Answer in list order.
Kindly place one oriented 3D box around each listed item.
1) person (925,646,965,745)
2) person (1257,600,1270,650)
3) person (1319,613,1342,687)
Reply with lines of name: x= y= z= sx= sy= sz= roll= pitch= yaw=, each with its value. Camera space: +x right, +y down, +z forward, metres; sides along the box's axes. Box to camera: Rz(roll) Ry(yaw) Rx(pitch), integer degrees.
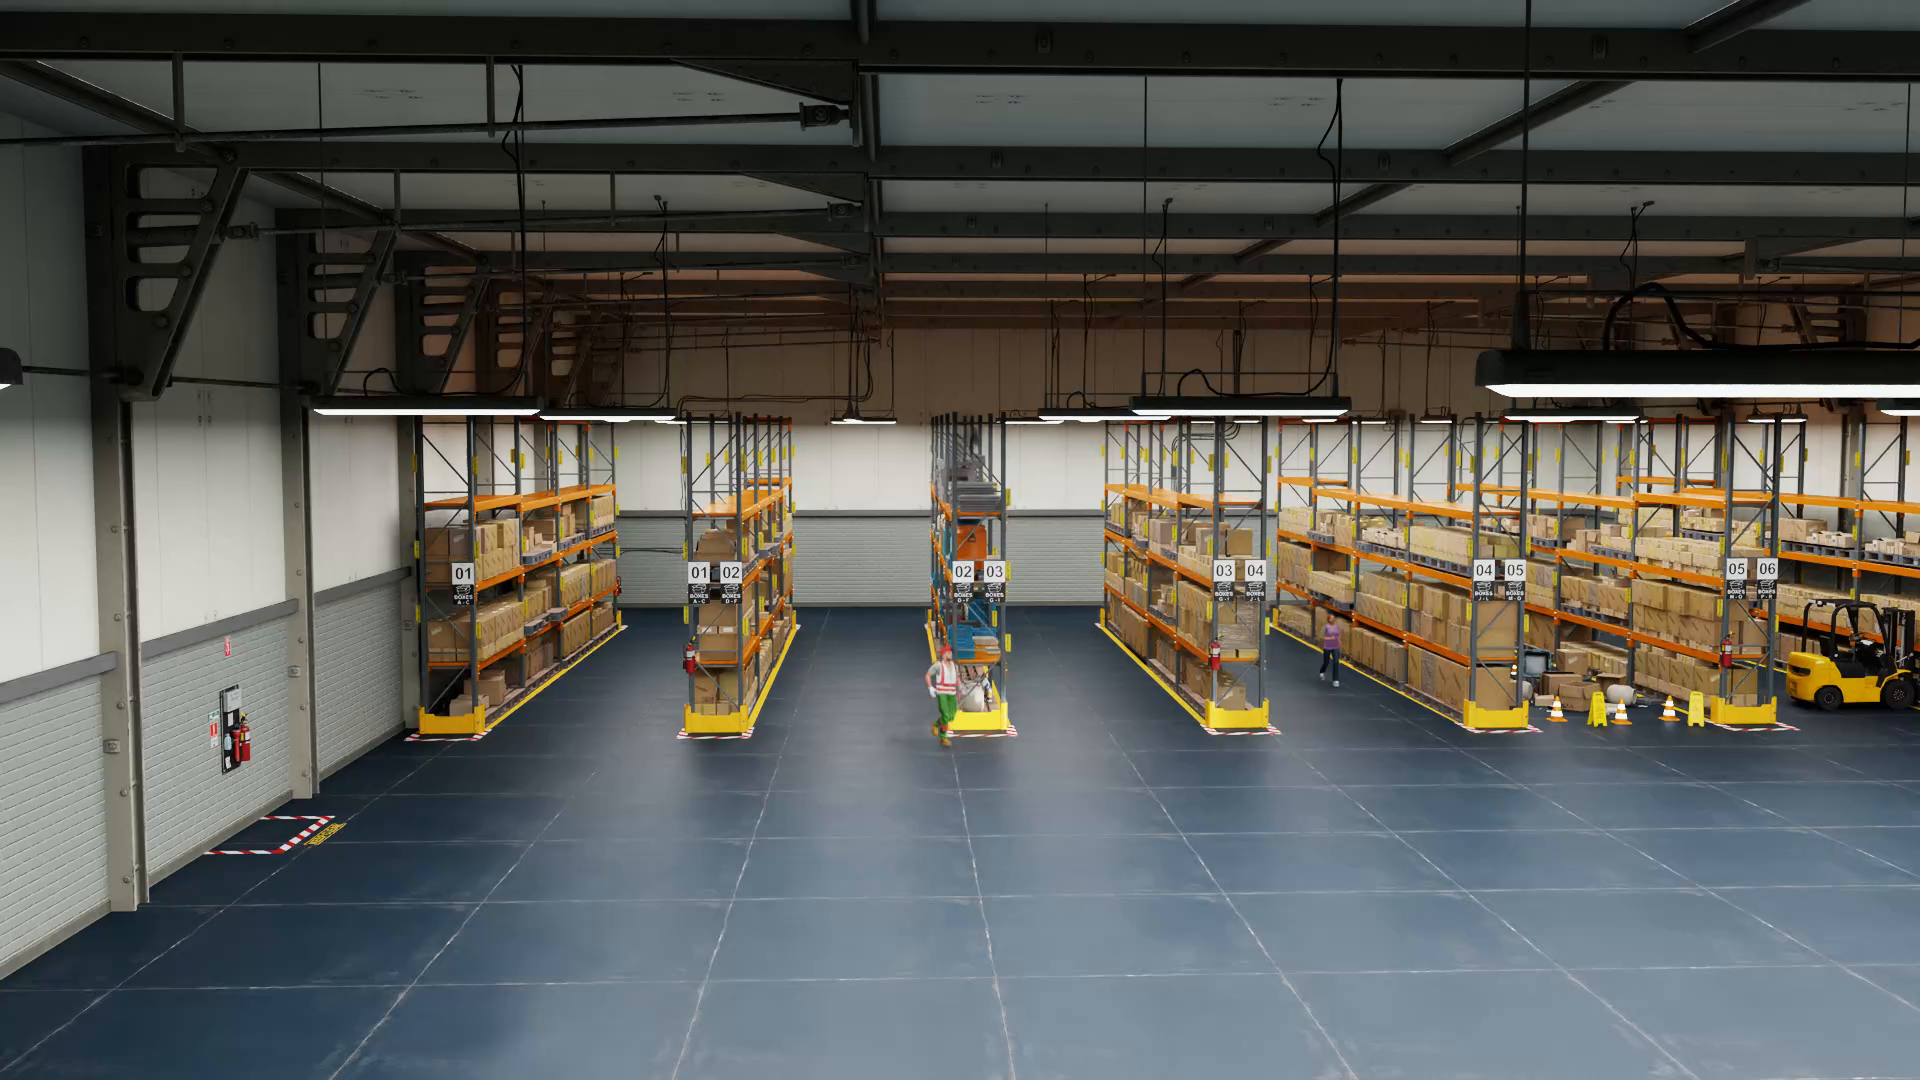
person: x=-0.261 y=2.808 z=30.205 sx=0.720 sy=1.747 sz=0.660 roll=-3 pitch=5 yaw=-34
person: x=7.509 y=2.035 z=41.933 sx=0.601 sy=1.635 sz=0.934 roll=0 pitch=4 yaw=-7
person: x=8.212 y=2.412 z=36.813 sx=0.543 sy=1.572 sz=0.882 roll=-1 pitch=4 yaw=-7
